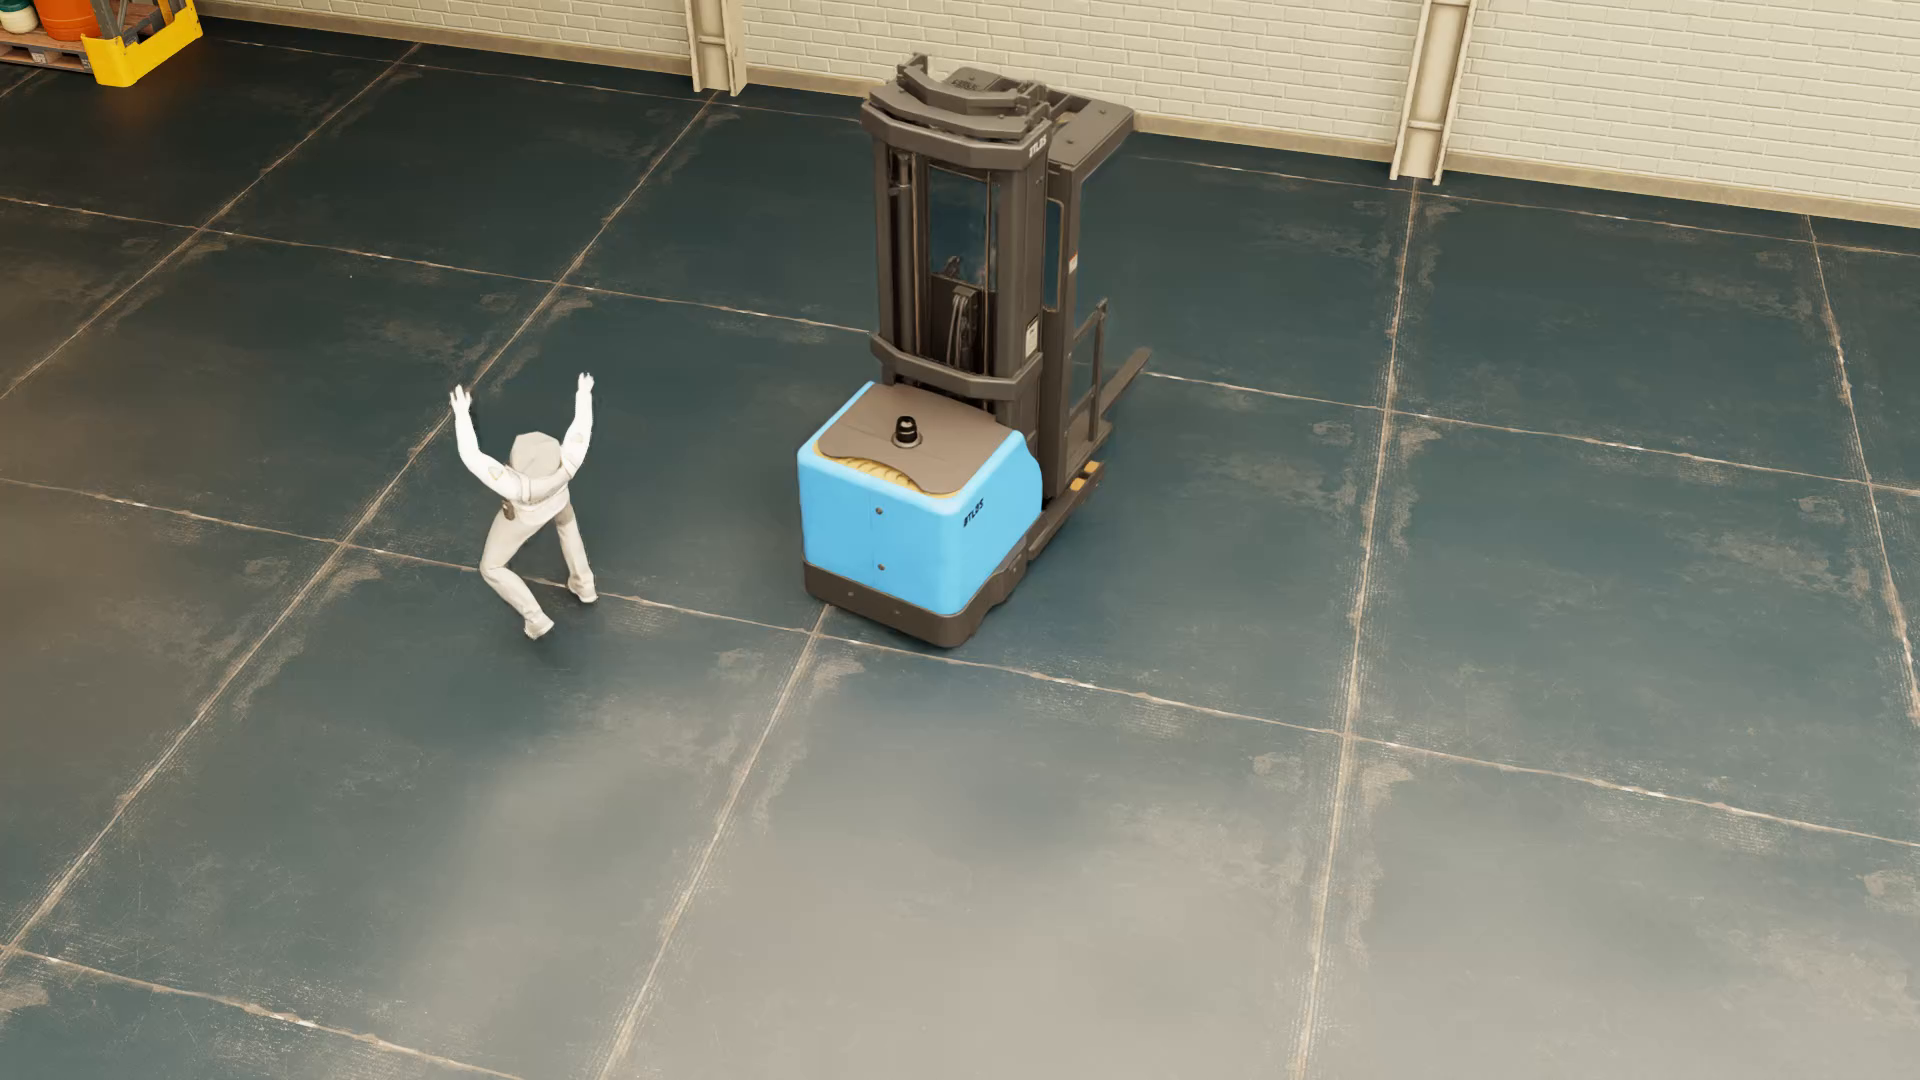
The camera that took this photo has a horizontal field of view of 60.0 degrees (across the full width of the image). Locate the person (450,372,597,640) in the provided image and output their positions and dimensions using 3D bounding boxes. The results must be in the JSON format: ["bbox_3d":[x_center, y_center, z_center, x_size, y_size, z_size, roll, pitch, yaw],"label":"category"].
[{"bbox_3d":[-2.194,-0.249,9.203,0.716,1.515,0.979,26,48,27],"label":"person"}]

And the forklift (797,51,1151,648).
[{"bbox_3d":[0.257,-1.460,9.527,1.130,2.935,3.031,20,45,22],"label":"forklift"}]
